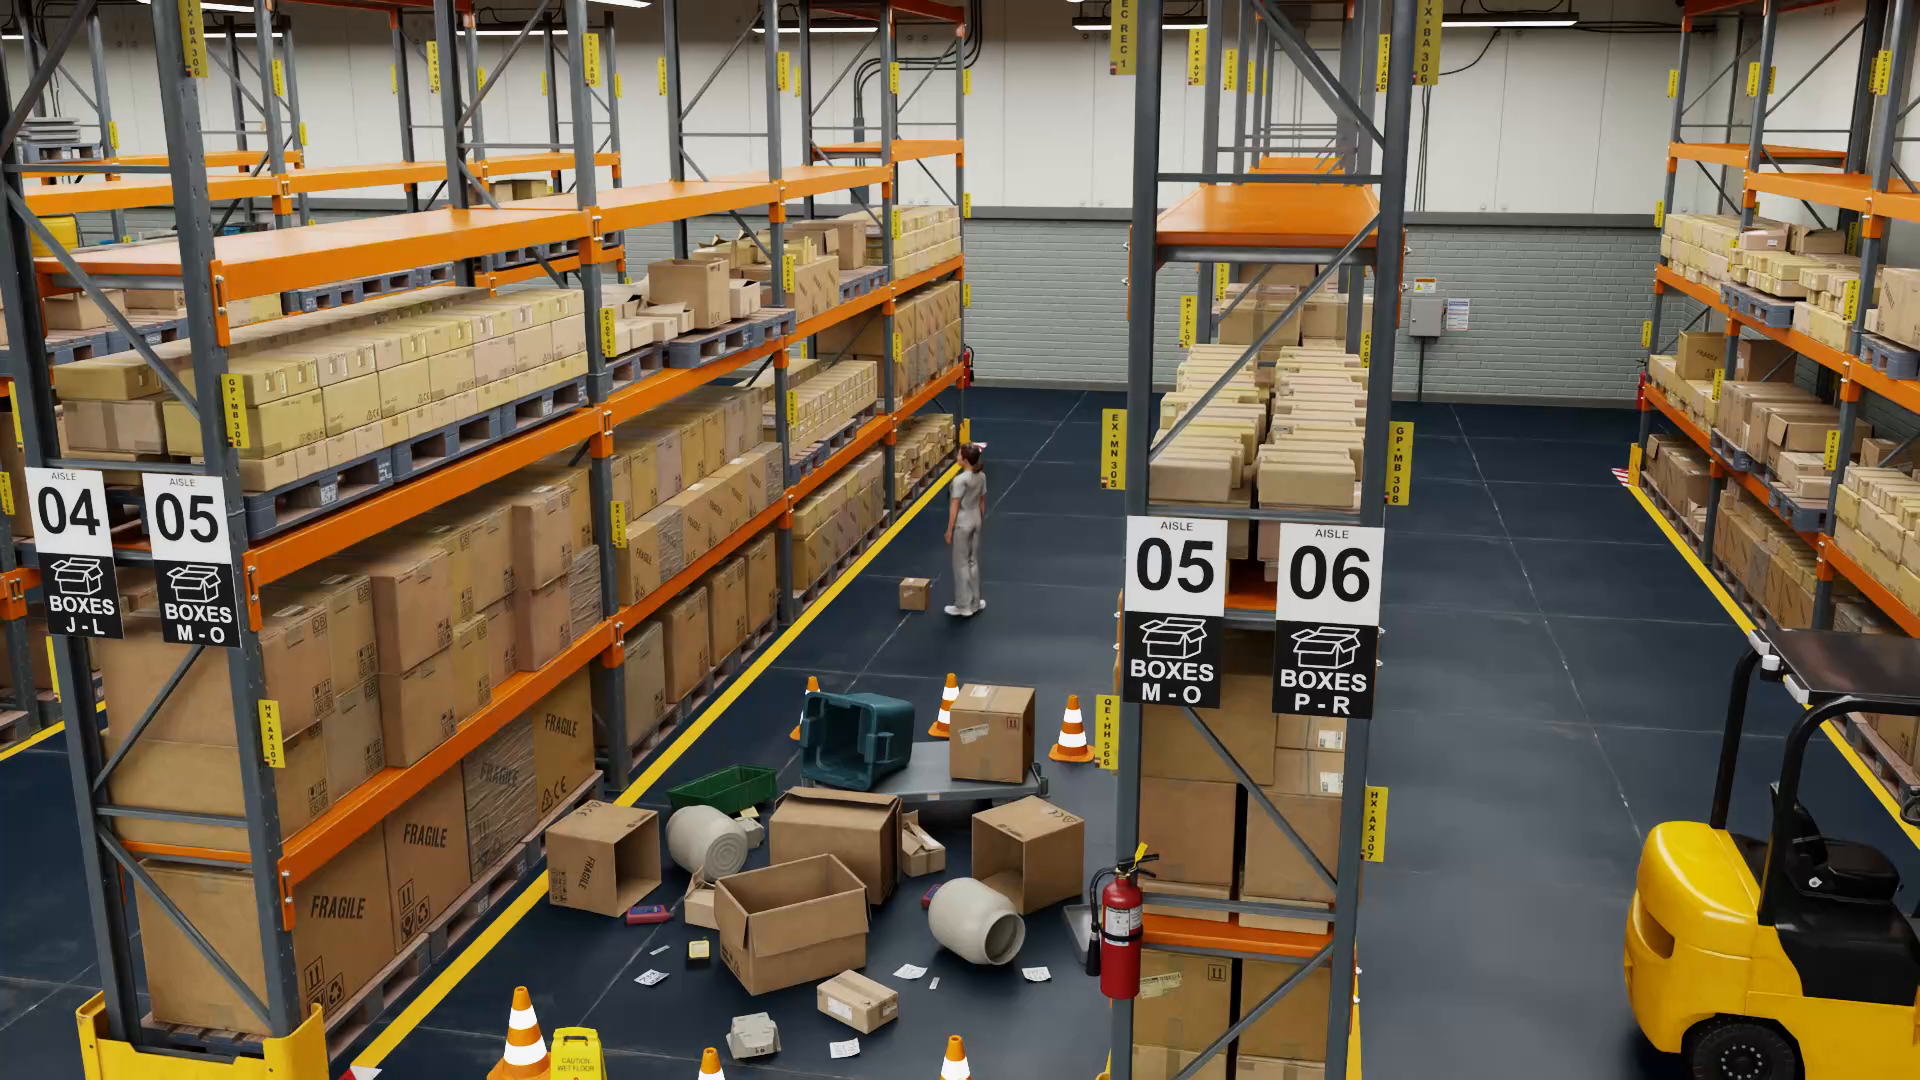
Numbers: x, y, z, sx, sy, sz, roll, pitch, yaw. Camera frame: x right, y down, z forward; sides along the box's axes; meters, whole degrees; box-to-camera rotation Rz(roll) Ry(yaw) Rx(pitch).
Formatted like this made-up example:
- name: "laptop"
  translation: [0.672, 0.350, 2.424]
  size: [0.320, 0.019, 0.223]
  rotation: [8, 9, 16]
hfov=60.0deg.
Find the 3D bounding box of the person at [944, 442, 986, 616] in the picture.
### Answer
- name: "person"
  translation: [0.076, -0.111, 15.914]
  size: [0.361, 1.682, 0.553]
  rotation: [12, 19, 38]
